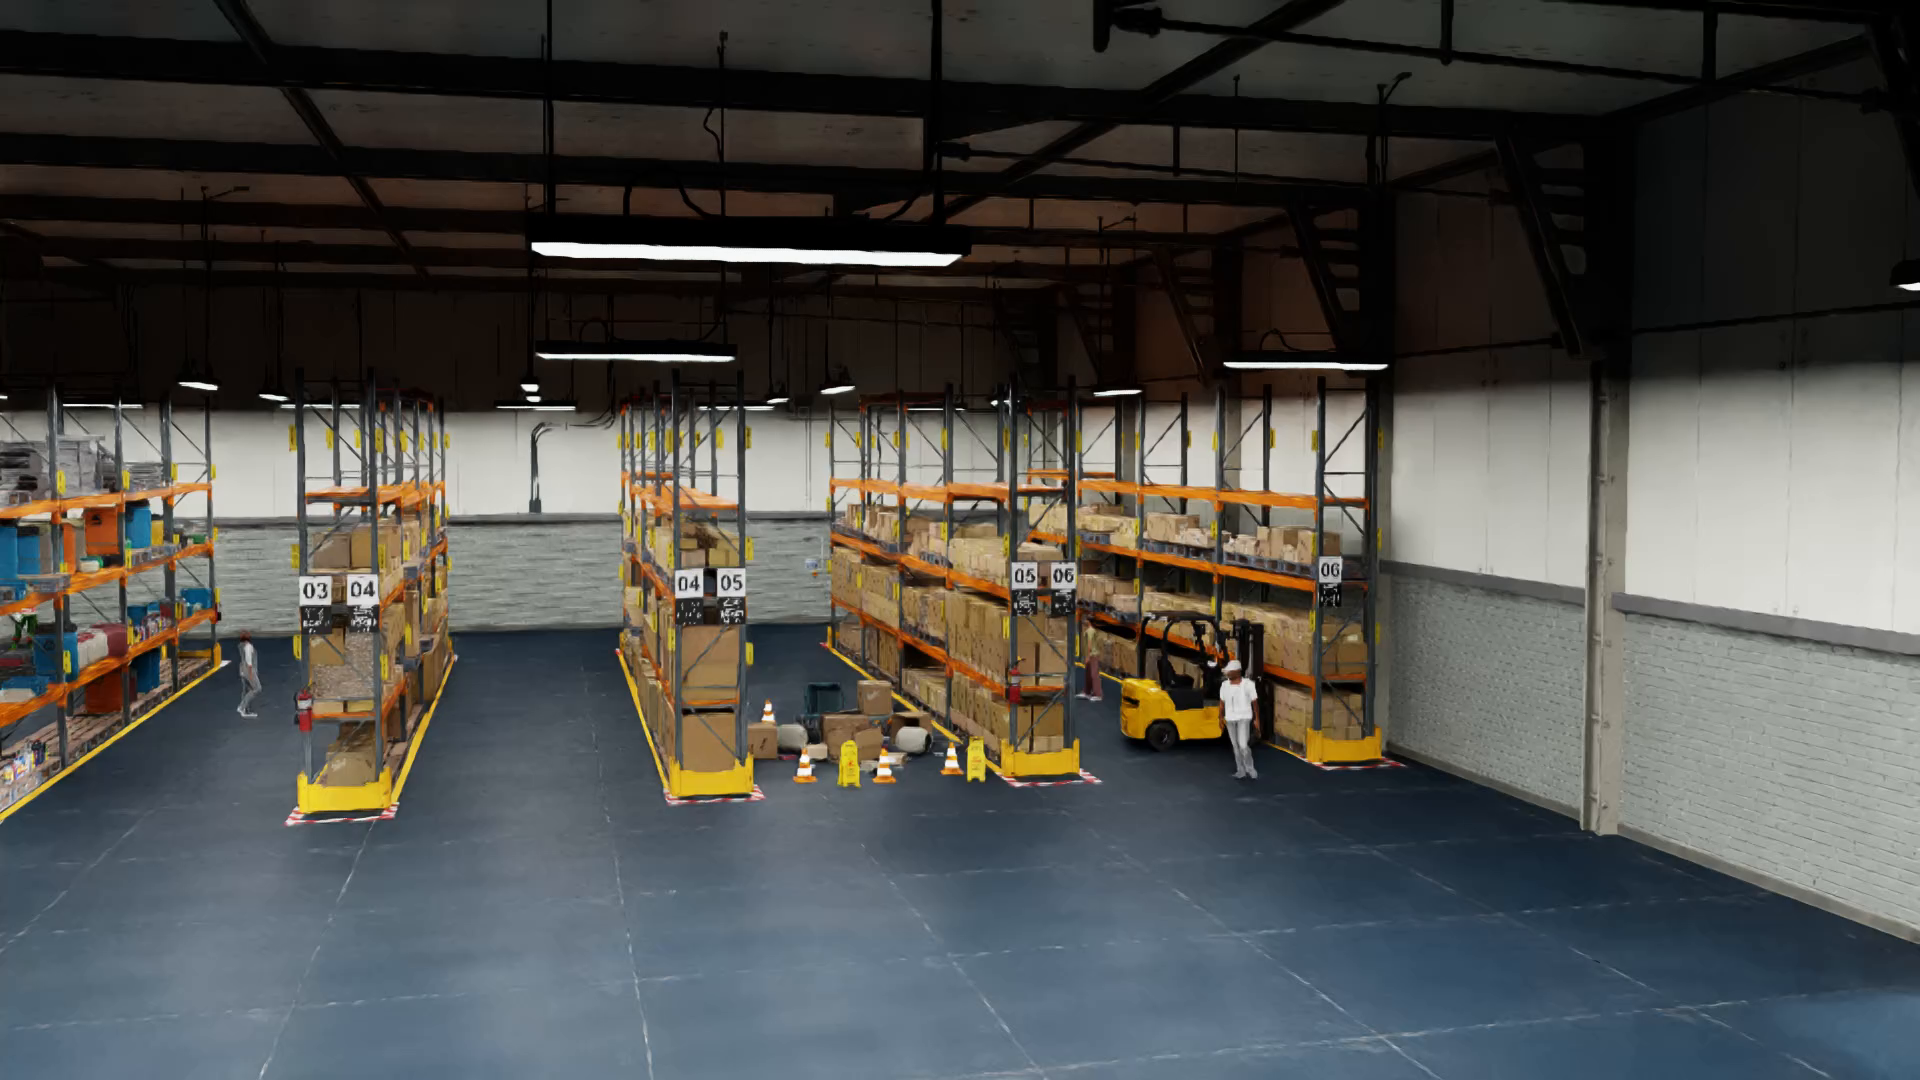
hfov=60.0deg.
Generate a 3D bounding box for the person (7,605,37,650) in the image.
[{"bbox_3d":[-22.227,1.767,39.365,0.466,1.788,0.693,2,4,31],"label":"person"}]

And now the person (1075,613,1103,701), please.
[{"bbox_3d":[2.496,2.239,32.081,0.570,1.663,0.567,1,3,12],"label":"person"}]

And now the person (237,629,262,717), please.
[{"bbox_3d":[-12.888,2.412,30.041,0.407,1.594,0.458,-3,5,-42],"label":"person"}]

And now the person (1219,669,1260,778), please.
[{"bbox_3d":[4.124,2.666,24.612,0.651,1.721,0.451,3,4,38],"label":"person"}]
